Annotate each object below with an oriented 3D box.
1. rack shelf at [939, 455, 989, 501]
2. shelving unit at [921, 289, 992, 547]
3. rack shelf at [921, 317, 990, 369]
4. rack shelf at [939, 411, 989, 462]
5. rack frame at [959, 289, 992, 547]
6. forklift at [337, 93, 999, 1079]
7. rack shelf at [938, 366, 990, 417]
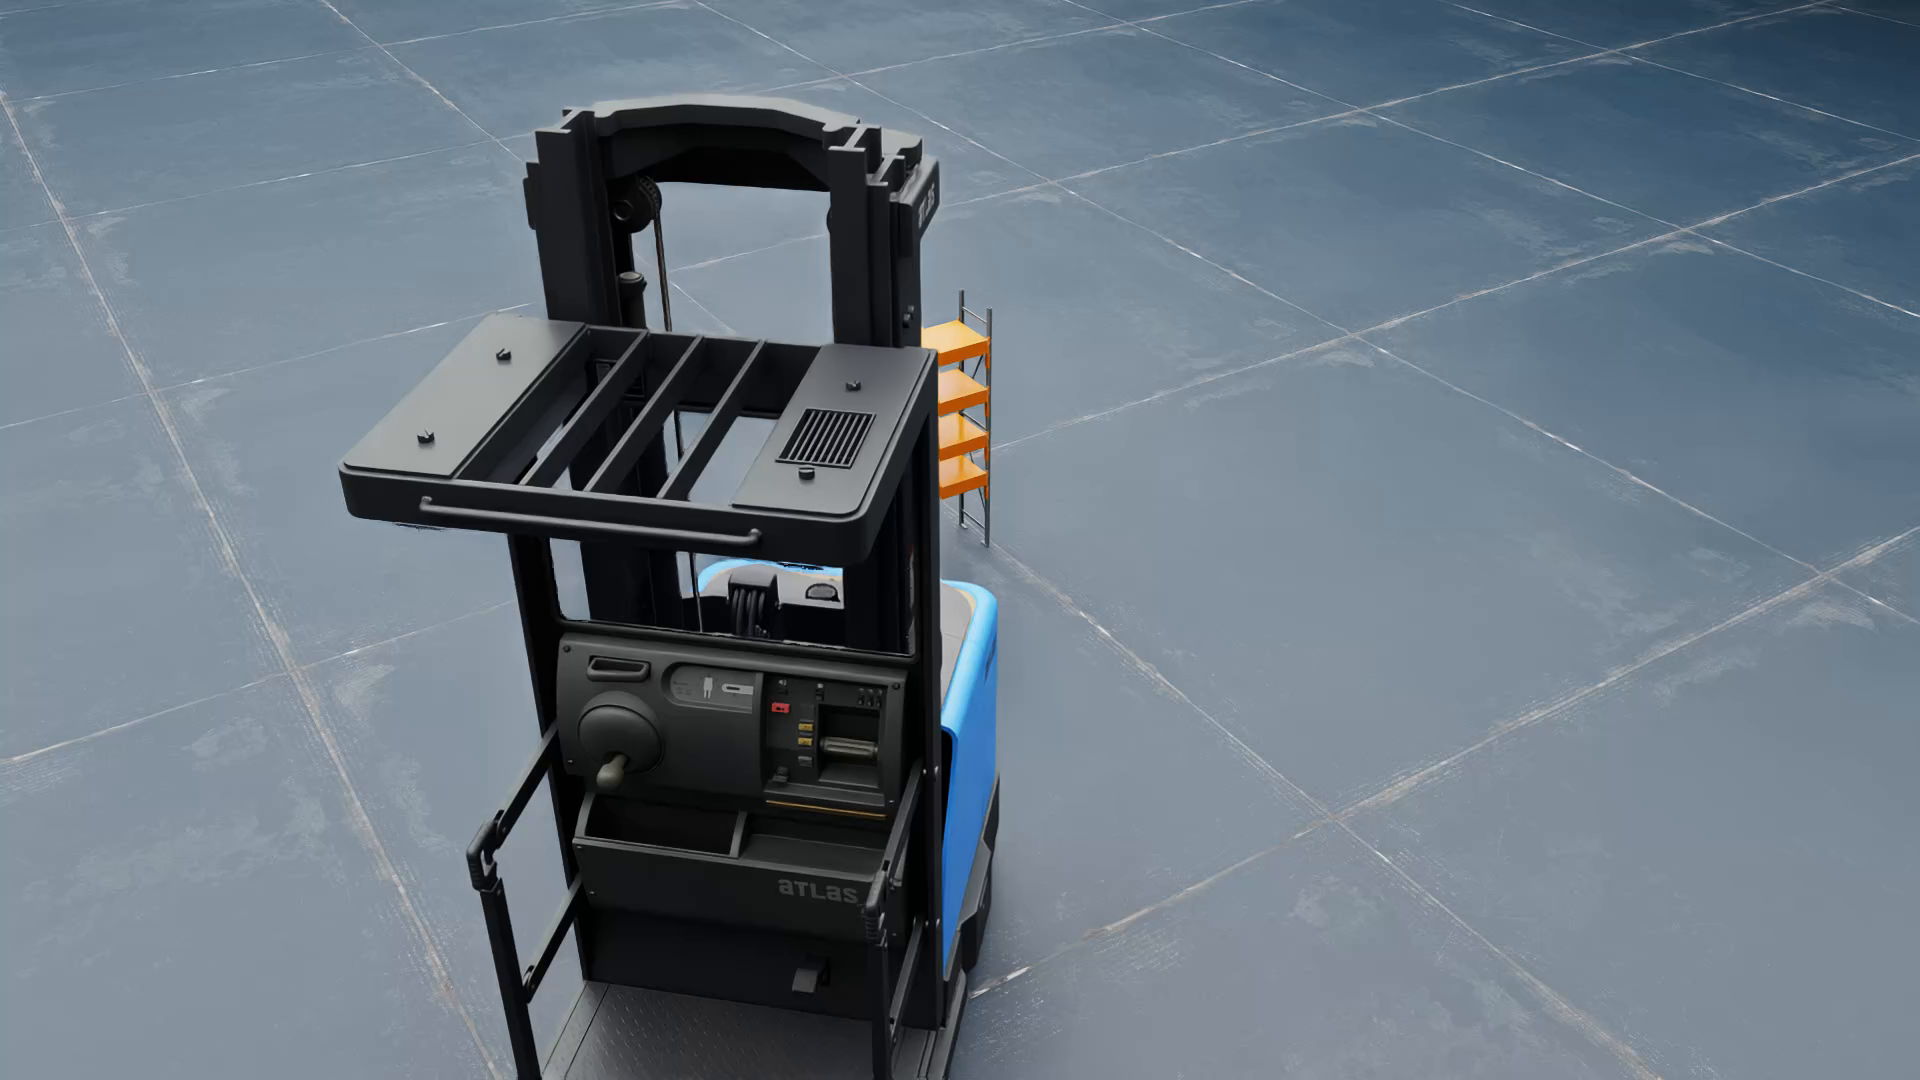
[{"bbox_3d":[-0.139,-0.235,7.496,0.480,0.148,0.258,-19,37,-27],"label":"rack shelf"},{"bbox_3d":[-0.139,-0.460,7.354,0.503,1.200,0.258,-19,37,-27],"label":"shelving unit"},{"bbox_3d":[-0.139,-0.792,7.144,0.480,0.148,0.258,-19,37,-27],"label":"rack shelf"},{"bbox_3d":[-0.139,-0.403,7.390,0.480,0.148,0.258,-19,37,-27],"label":"rack shelf"},{"bbox_3d":[0.066,-0.530,7.466,0.015,1.200,0.240,-19,37,-27],"label":"rack frame"},{"bbox_3d":[-0.637,0.541,4.146,1.130,2.935,3.031,6,33,9],"label":"forklift"},{"bbox_3d":[-0.139,-0.592,7.271,0.480,0.148,0.258,-19,37,-27],"label":"rack shelf"}]
